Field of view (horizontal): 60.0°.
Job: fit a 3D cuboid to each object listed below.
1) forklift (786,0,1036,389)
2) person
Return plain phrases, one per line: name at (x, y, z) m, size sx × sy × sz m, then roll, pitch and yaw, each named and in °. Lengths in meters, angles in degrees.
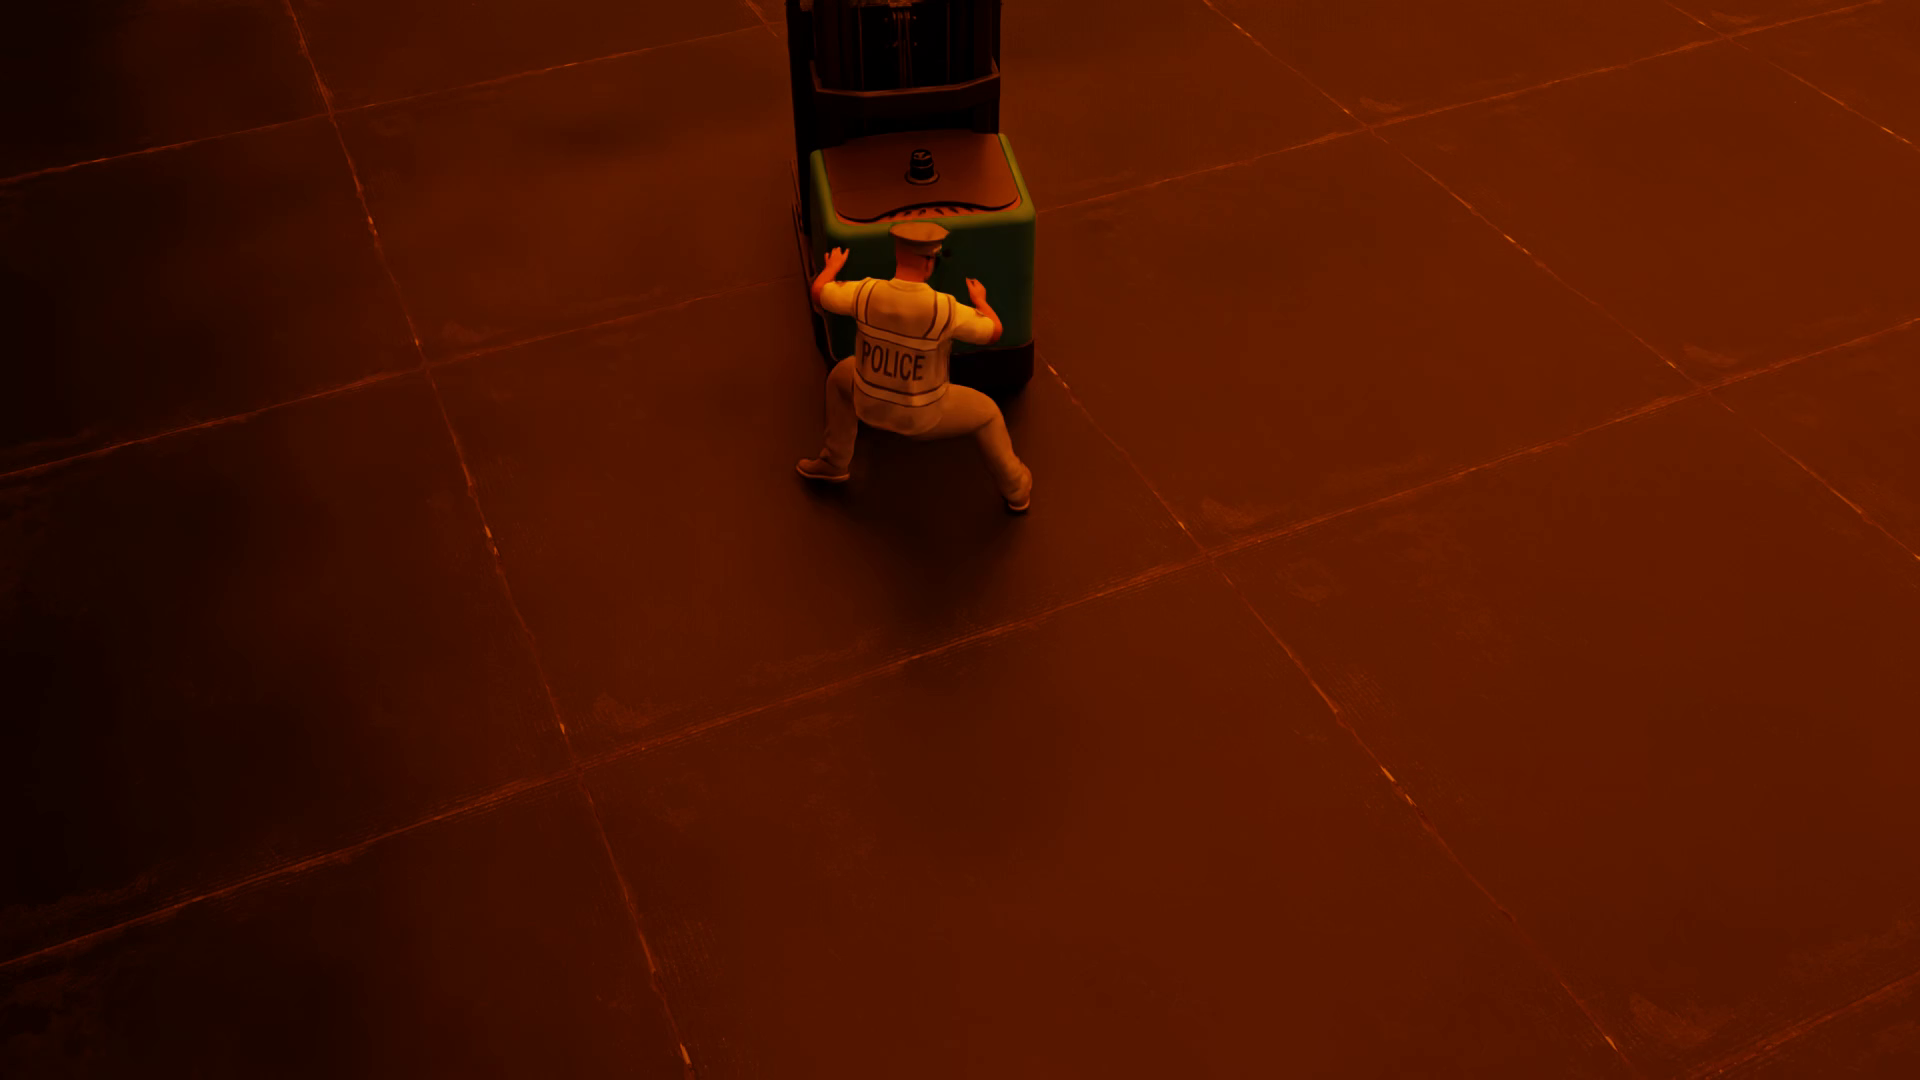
forklift at (-0.377, -2.787, 8.666) m, size 1.130 × 2.935 × 3.031 m, roll -7°, pitch 43°, yaw -7°
person at (-0.227, -0.812, 7.581) m, size 1.154 × 1.519 × 0.742 m, roll 13°, pitch 45°, yaw 14°
